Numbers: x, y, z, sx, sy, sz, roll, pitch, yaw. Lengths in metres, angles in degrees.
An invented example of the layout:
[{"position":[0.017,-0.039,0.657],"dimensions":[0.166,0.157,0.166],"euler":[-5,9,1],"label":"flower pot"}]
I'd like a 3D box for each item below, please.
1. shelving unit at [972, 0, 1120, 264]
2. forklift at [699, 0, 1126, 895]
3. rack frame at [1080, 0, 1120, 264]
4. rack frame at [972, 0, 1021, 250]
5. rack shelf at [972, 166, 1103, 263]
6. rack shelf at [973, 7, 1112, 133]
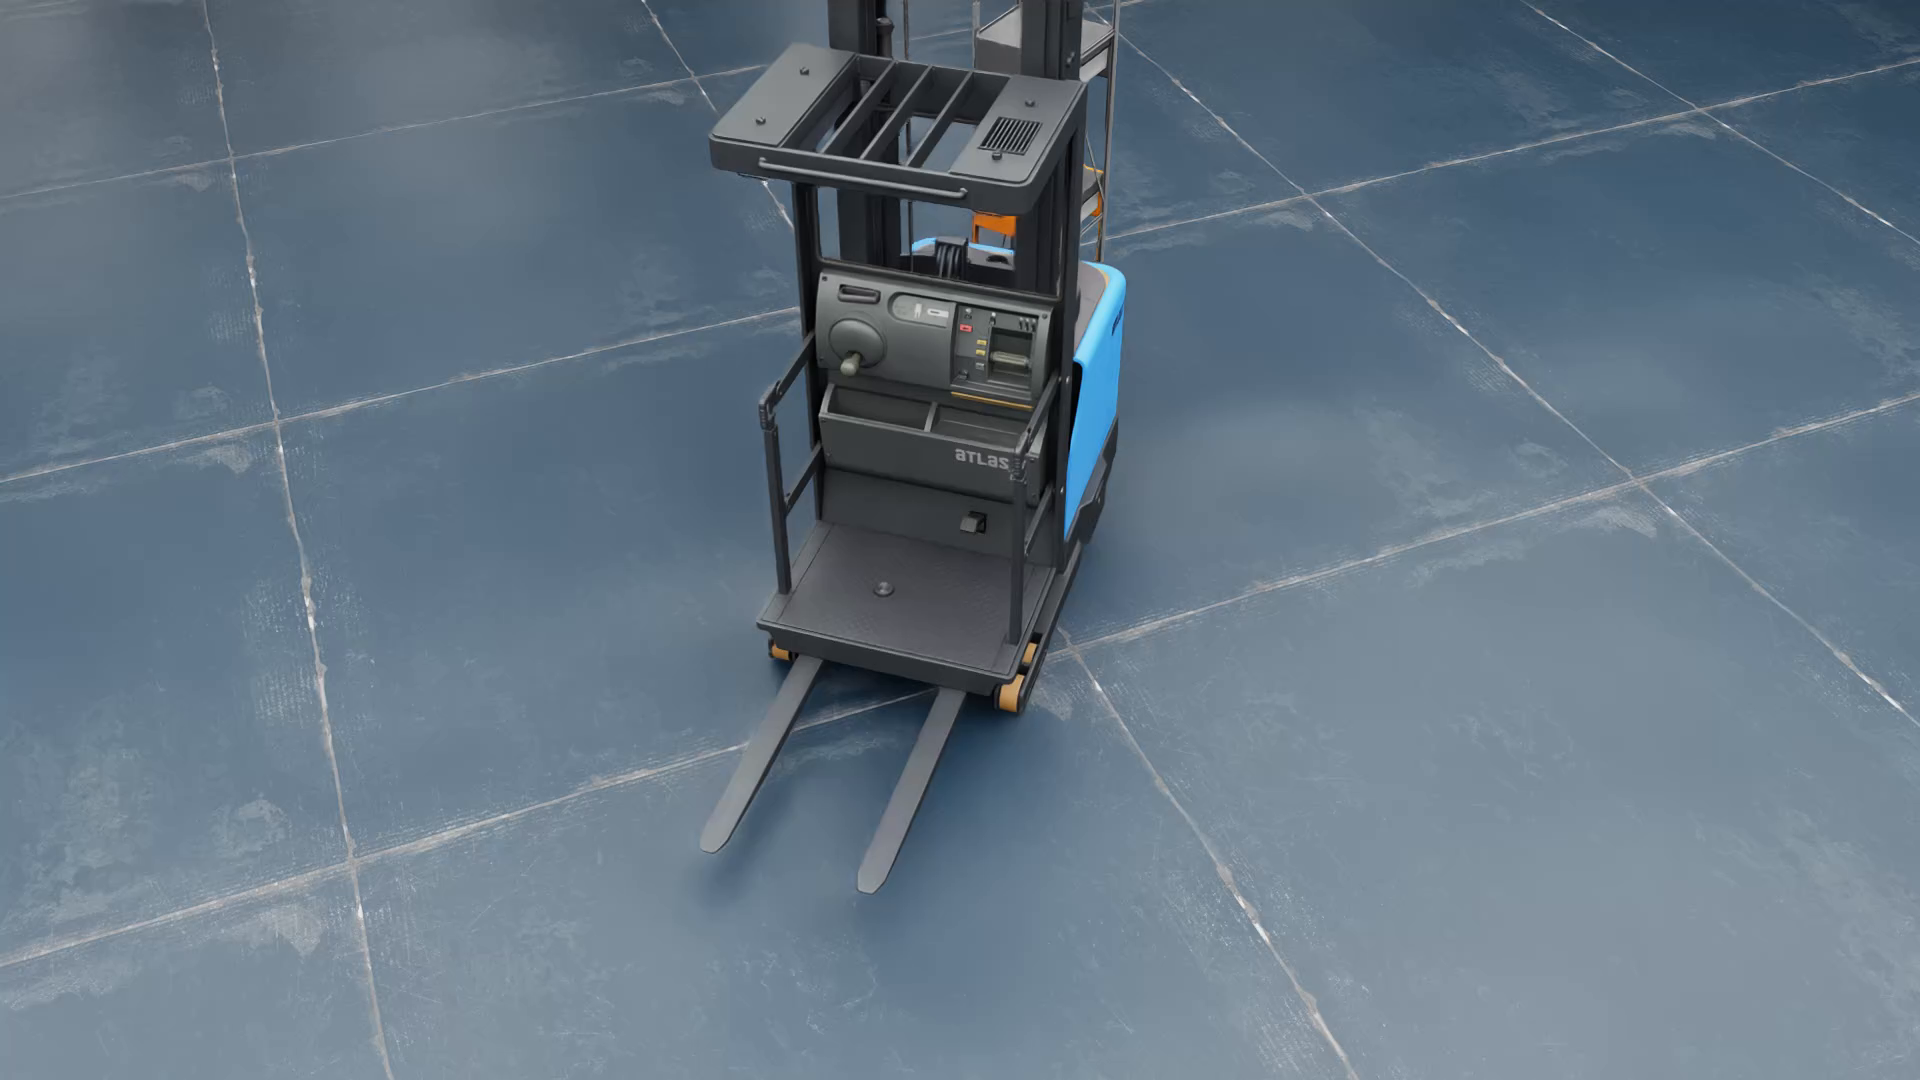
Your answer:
[{"position":[0.374,-1.521,7.826],"dimensions":[0.503,2.100,0.431],"euler":[23,46,24],"label":"shelving unit"},{"position":[-0.172,-0.698,6.232],"dimensions":[1.130,2.935,3.031],"euler":[12,42,13],"label":"forklift"},{"position":[0.579,-1.435,7.727],"dimensions":[0.015,2.100,0.400],"euler":[23,46,24],"label":"rack frame"},{"position":[0.168,-1.606,7.926],"dimensions":[0.015,2.100,0.400],"euler":[23,46,24],"label":"rack frame"},{"position":[0.374,-1.510,7.835],"dimensions":[0.480,0.518,0.431],"euler":[23,46,24],"label":"rack shelf"},{"position":[0.374,-2.041,7.379],"dimensions":[0.480,0.518,0.431],"euler":[23,46,24],"label":"rack shelf"}]
